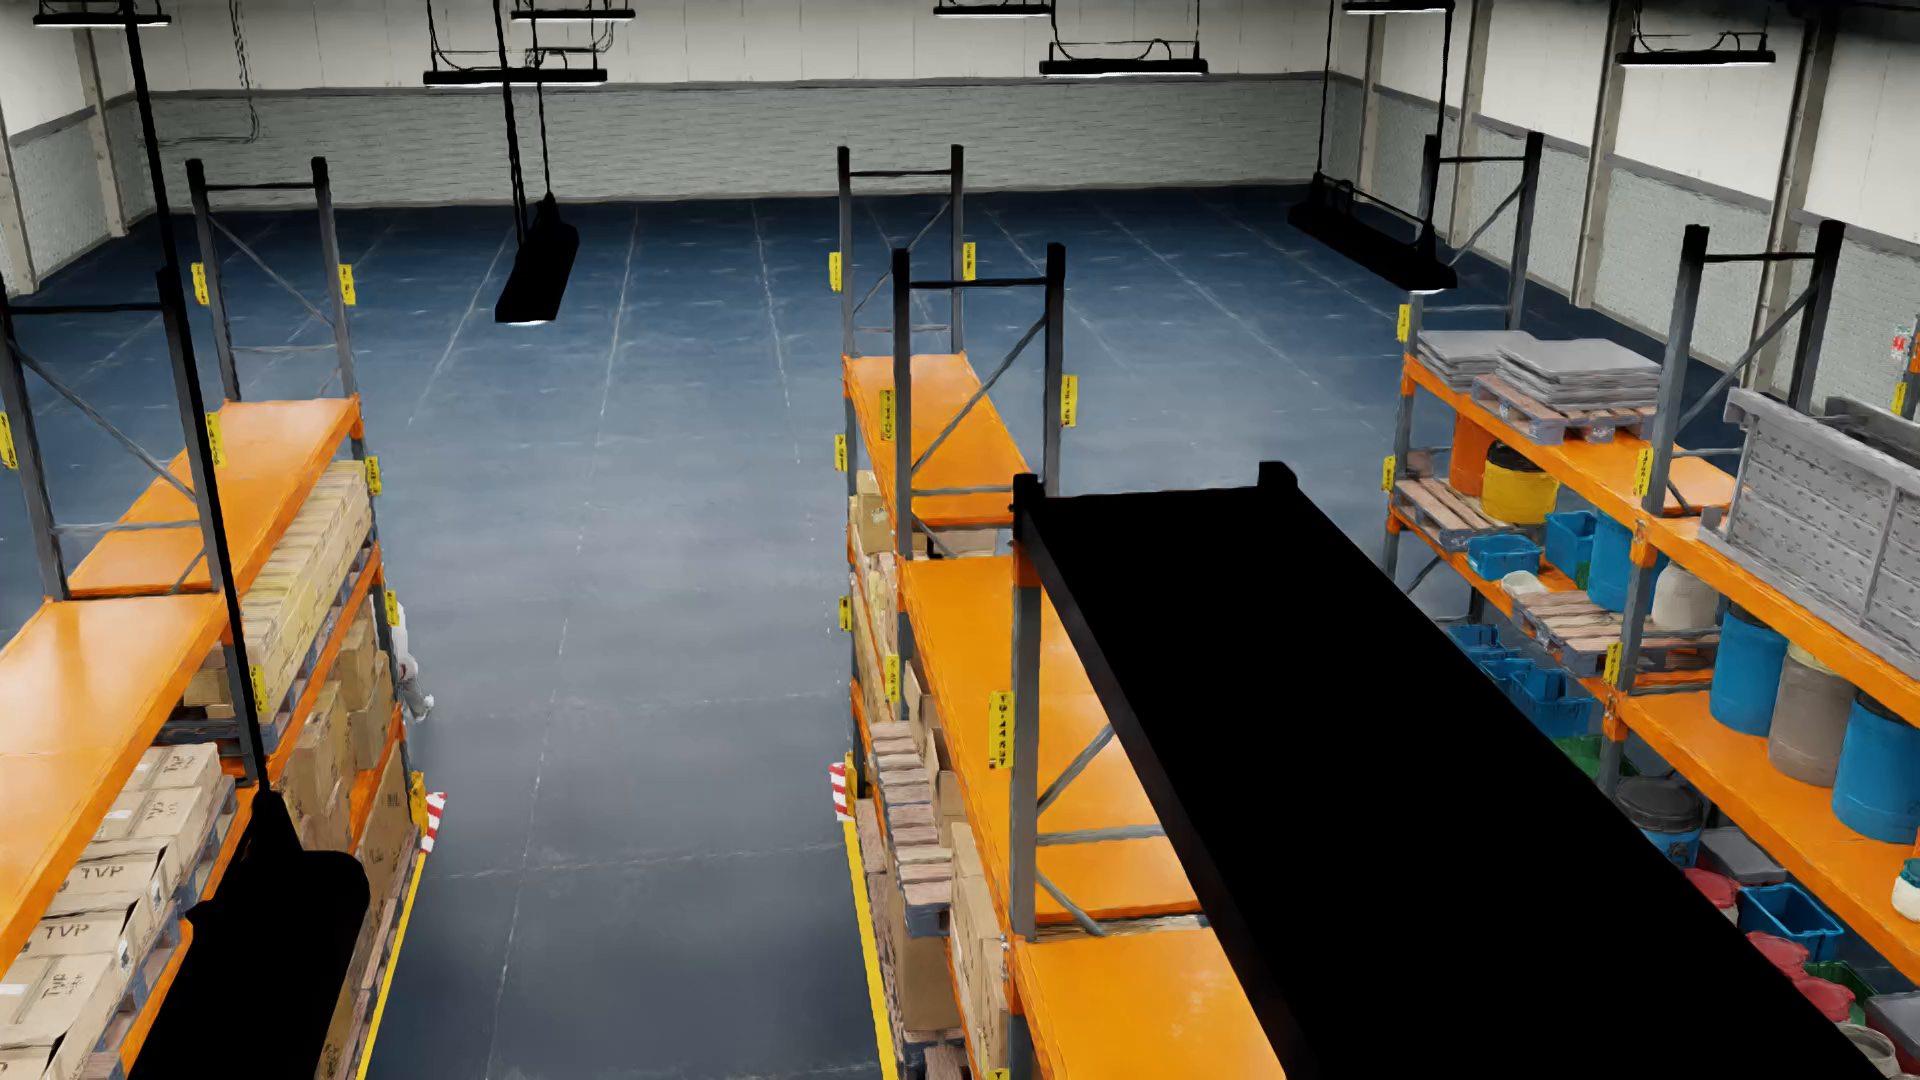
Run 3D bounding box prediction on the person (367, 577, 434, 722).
[{"bbox_3d":[-5.671,1.124,16.429,0.575,1.714,1.104,0,22,1],"label":"person"}]
